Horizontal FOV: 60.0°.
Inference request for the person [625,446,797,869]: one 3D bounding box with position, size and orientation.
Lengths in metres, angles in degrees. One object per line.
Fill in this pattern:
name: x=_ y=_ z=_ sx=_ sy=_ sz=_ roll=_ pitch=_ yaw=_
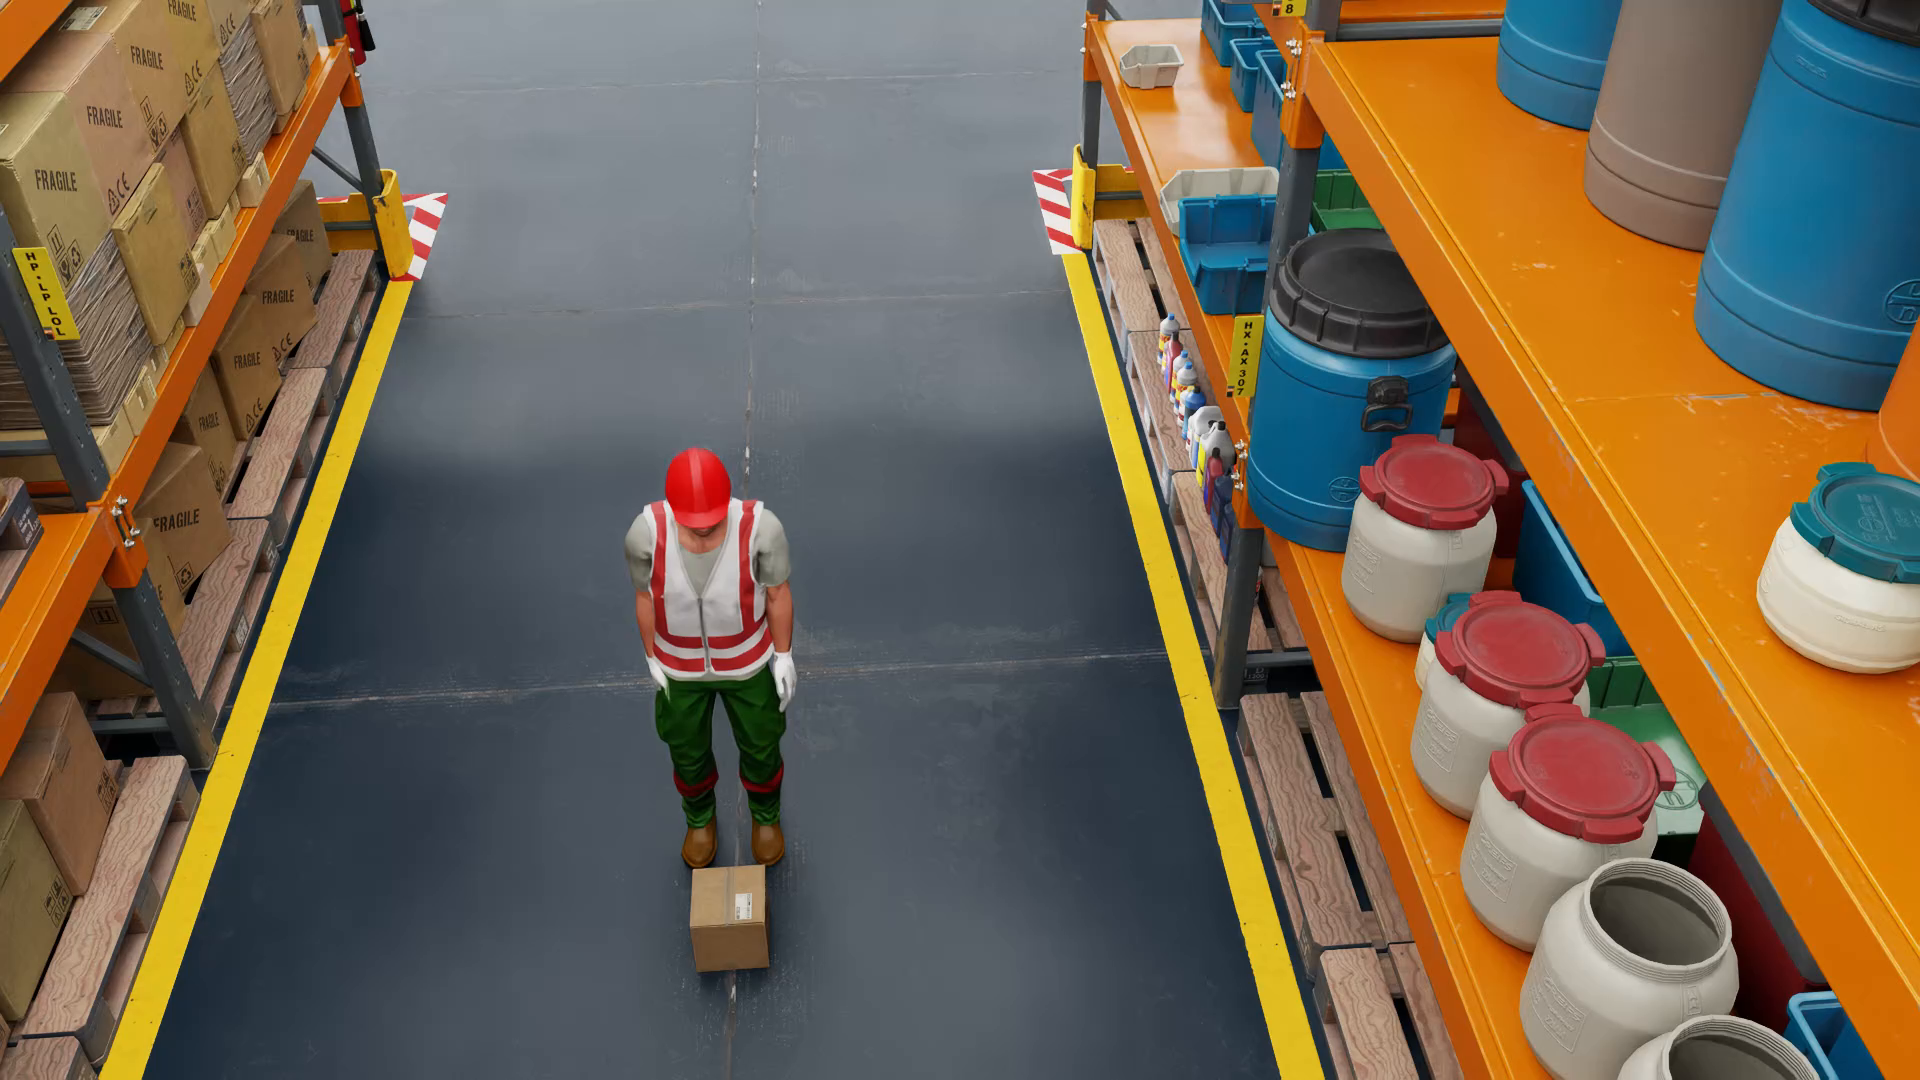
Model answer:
person: x=-0.814 y=0.416 z=5.632 sx=0.530 sy=1.777 sz=0.371 roll=-2 pitch=39 yaw=-3
